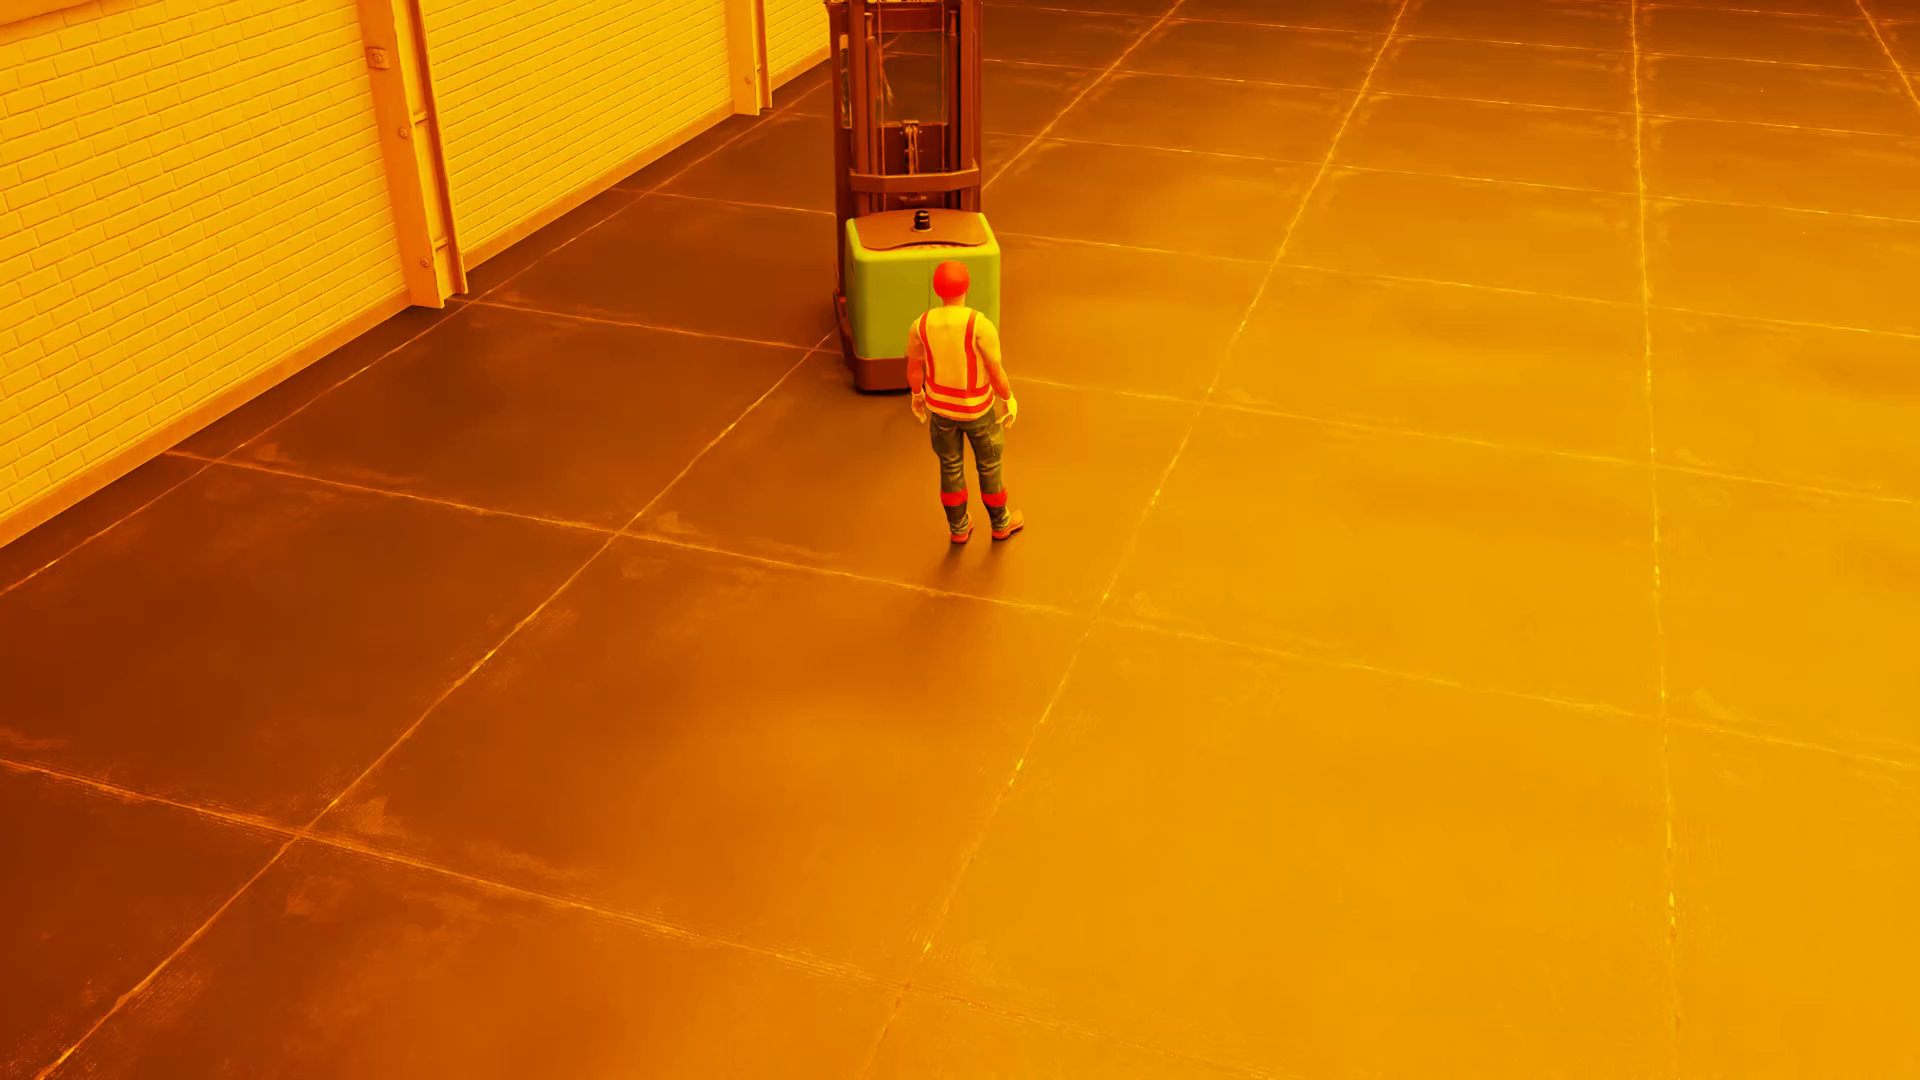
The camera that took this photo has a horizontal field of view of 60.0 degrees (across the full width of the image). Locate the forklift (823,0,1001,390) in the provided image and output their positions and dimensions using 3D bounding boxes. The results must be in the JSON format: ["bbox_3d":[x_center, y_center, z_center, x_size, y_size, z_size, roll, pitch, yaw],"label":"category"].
[{"bbox_3d":[-0.420,-3.045,12.478,1.130,2.935,3.031,-4,30,-7],"label":"forklift"}]

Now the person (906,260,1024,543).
[{"bbox_3d":[0.037,-0.819,9.712,0.638,1.787,0.564,10,31,16],"label":"person"}]
